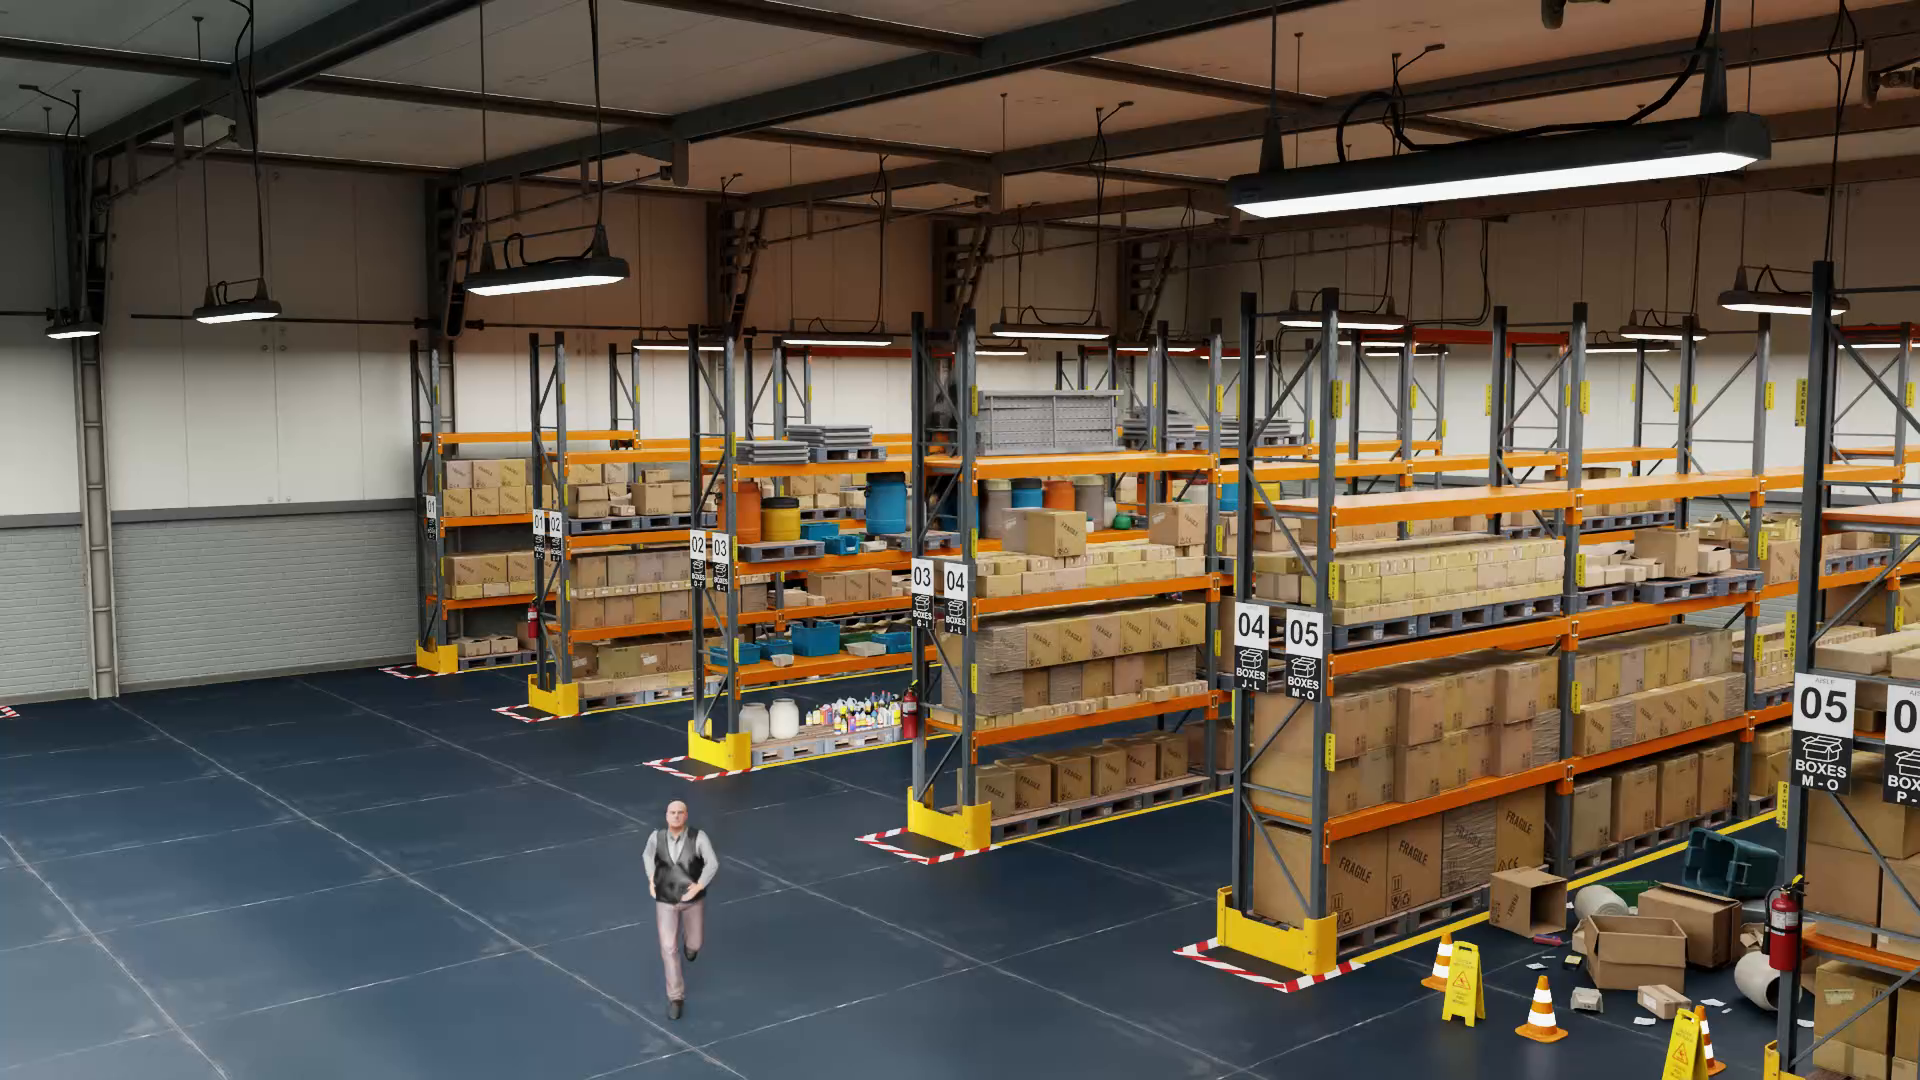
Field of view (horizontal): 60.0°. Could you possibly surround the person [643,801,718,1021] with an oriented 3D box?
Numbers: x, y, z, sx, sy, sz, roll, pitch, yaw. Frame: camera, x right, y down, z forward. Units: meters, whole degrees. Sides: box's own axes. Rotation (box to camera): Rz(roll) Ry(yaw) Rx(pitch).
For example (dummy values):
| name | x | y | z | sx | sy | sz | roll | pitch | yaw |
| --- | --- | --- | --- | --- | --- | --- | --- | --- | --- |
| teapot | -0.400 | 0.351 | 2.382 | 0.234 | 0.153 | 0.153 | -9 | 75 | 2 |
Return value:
| name | x | y | z | sx | sy | sz | roll | pitch | yaw |
| --- | --- | --- | --- | --- | --- | --- | --- | --- | --- |
| person | -2.354 | 3.041 | 14.031 | 0.632 | 1.718 | 1.077 | -1 | 5 | -10 |
